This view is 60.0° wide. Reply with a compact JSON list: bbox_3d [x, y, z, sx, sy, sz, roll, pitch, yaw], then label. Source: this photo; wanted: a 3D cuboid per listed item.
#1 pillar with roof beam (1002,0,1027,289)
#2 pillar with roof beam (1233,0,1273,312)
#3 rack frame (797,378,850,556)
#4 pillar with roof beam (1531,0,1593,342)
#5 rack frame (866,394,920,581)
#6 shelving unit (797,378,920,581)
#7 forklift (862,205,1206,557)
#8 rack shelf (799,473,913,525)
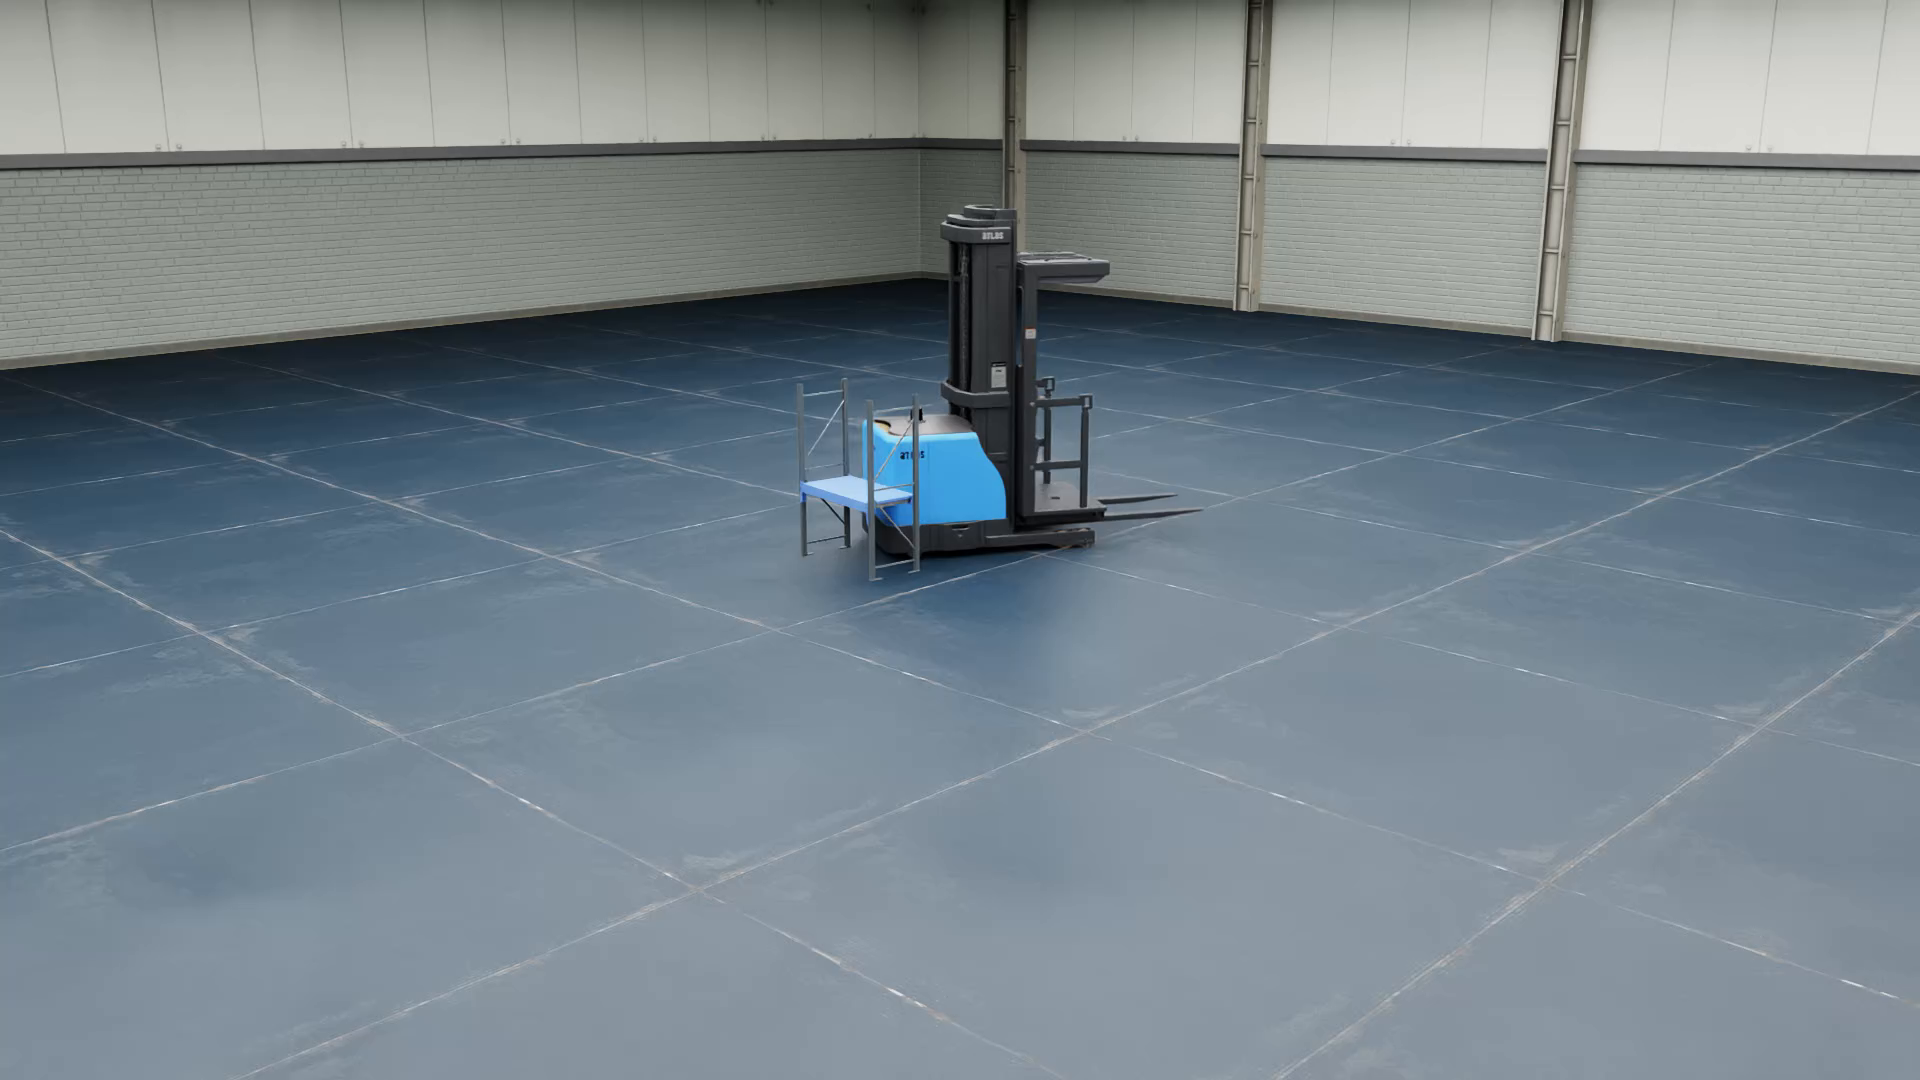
[{"bbox_3d":[-1.843,-9.010,31.665,0.400,9.000,9.100,14,20,42],"label":"pillar with roof beam"},{"bbox_3d":[2.476,-7.960,27.635,0.400,9.000,9.100,14,20,42],"label":"pillar with roof beam"},{"bbox_3d":[-1.174,-0.628,14.369,0.500,1.500,0.032,-11,18,-37],"label":"rack frame"},{"bbox_3d":[6.795,-6.910,23.605,0.400,9.000,9.100,14,20,42],"label":"pillar with roof beam"},{"bbox_3d":[-0.543,-0.427,13.597,0.500,1.500,0.032,-11,18,-37],"label":"rack frame"},{"bbox_3d":[-0.858,-0.528,13.983,0.538,1.500,1.048,-11,18,-37],"label":"shelving unit"},{"bbox_3d":[0.693,-1.460,14.721,3.031,2.935,1.130,-4,15,-15],"label":"forklift"},{"bbox_3d":[-0.858,-0.354,14.028,0.538,0.185,1.000,-11,18,-37],"label":"rack shelf"}]
